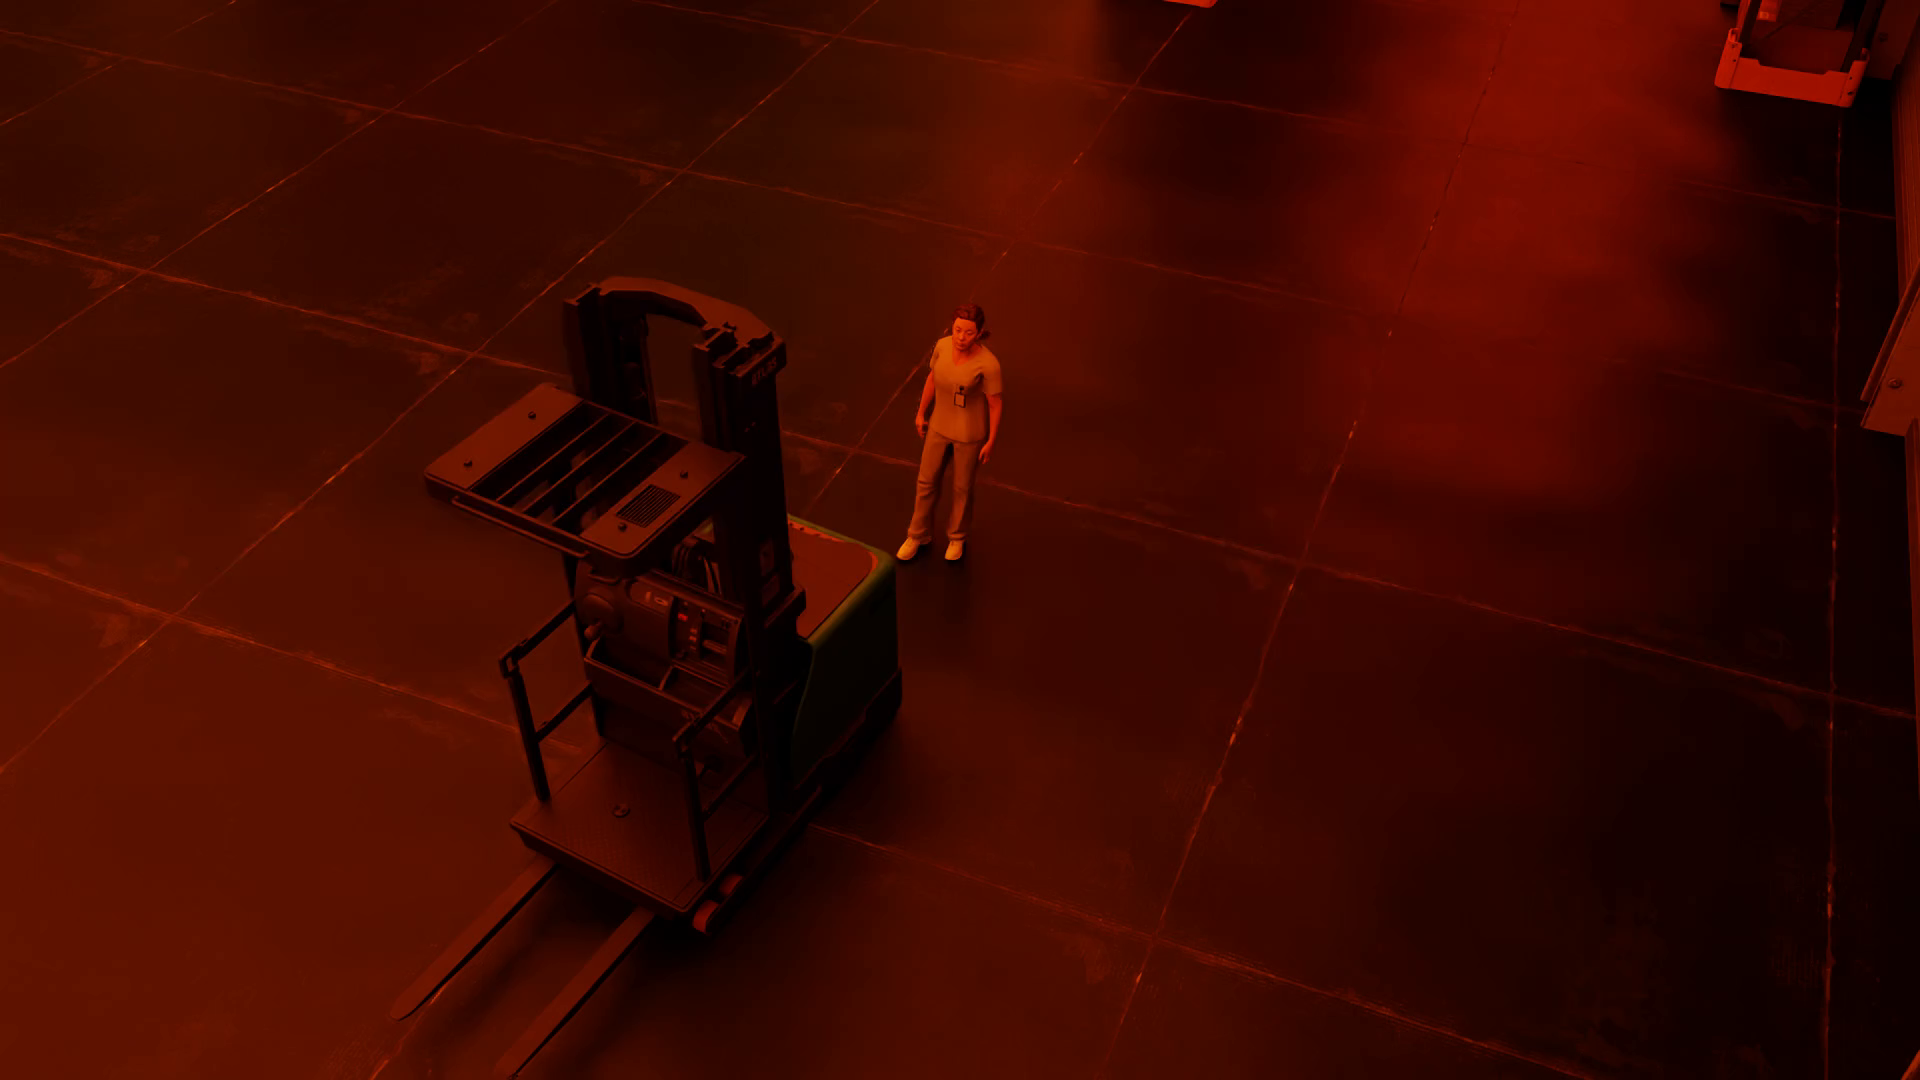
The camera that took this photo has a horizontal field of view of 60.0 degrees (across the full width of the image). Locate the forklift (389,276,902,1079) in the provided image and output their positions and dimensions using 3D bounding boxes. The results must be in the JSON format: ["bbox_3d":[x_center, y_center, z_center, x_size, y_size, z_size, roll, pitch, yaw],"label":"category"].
[{"bbox_3d":[-1.496,0.435,7.486,1.130,2.935,3.031,21,44,23],"label":"forklift"}]

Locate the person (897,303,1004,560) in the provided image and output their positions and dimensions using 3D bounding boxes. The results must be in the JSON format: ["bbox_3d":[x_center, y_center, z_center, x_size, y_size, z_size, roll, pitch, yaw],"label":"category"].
[{"bbox_3d":[-0.047,-0.590,9.683,0.526,1.677,0.558,21,44,23],"label":"person"}]
